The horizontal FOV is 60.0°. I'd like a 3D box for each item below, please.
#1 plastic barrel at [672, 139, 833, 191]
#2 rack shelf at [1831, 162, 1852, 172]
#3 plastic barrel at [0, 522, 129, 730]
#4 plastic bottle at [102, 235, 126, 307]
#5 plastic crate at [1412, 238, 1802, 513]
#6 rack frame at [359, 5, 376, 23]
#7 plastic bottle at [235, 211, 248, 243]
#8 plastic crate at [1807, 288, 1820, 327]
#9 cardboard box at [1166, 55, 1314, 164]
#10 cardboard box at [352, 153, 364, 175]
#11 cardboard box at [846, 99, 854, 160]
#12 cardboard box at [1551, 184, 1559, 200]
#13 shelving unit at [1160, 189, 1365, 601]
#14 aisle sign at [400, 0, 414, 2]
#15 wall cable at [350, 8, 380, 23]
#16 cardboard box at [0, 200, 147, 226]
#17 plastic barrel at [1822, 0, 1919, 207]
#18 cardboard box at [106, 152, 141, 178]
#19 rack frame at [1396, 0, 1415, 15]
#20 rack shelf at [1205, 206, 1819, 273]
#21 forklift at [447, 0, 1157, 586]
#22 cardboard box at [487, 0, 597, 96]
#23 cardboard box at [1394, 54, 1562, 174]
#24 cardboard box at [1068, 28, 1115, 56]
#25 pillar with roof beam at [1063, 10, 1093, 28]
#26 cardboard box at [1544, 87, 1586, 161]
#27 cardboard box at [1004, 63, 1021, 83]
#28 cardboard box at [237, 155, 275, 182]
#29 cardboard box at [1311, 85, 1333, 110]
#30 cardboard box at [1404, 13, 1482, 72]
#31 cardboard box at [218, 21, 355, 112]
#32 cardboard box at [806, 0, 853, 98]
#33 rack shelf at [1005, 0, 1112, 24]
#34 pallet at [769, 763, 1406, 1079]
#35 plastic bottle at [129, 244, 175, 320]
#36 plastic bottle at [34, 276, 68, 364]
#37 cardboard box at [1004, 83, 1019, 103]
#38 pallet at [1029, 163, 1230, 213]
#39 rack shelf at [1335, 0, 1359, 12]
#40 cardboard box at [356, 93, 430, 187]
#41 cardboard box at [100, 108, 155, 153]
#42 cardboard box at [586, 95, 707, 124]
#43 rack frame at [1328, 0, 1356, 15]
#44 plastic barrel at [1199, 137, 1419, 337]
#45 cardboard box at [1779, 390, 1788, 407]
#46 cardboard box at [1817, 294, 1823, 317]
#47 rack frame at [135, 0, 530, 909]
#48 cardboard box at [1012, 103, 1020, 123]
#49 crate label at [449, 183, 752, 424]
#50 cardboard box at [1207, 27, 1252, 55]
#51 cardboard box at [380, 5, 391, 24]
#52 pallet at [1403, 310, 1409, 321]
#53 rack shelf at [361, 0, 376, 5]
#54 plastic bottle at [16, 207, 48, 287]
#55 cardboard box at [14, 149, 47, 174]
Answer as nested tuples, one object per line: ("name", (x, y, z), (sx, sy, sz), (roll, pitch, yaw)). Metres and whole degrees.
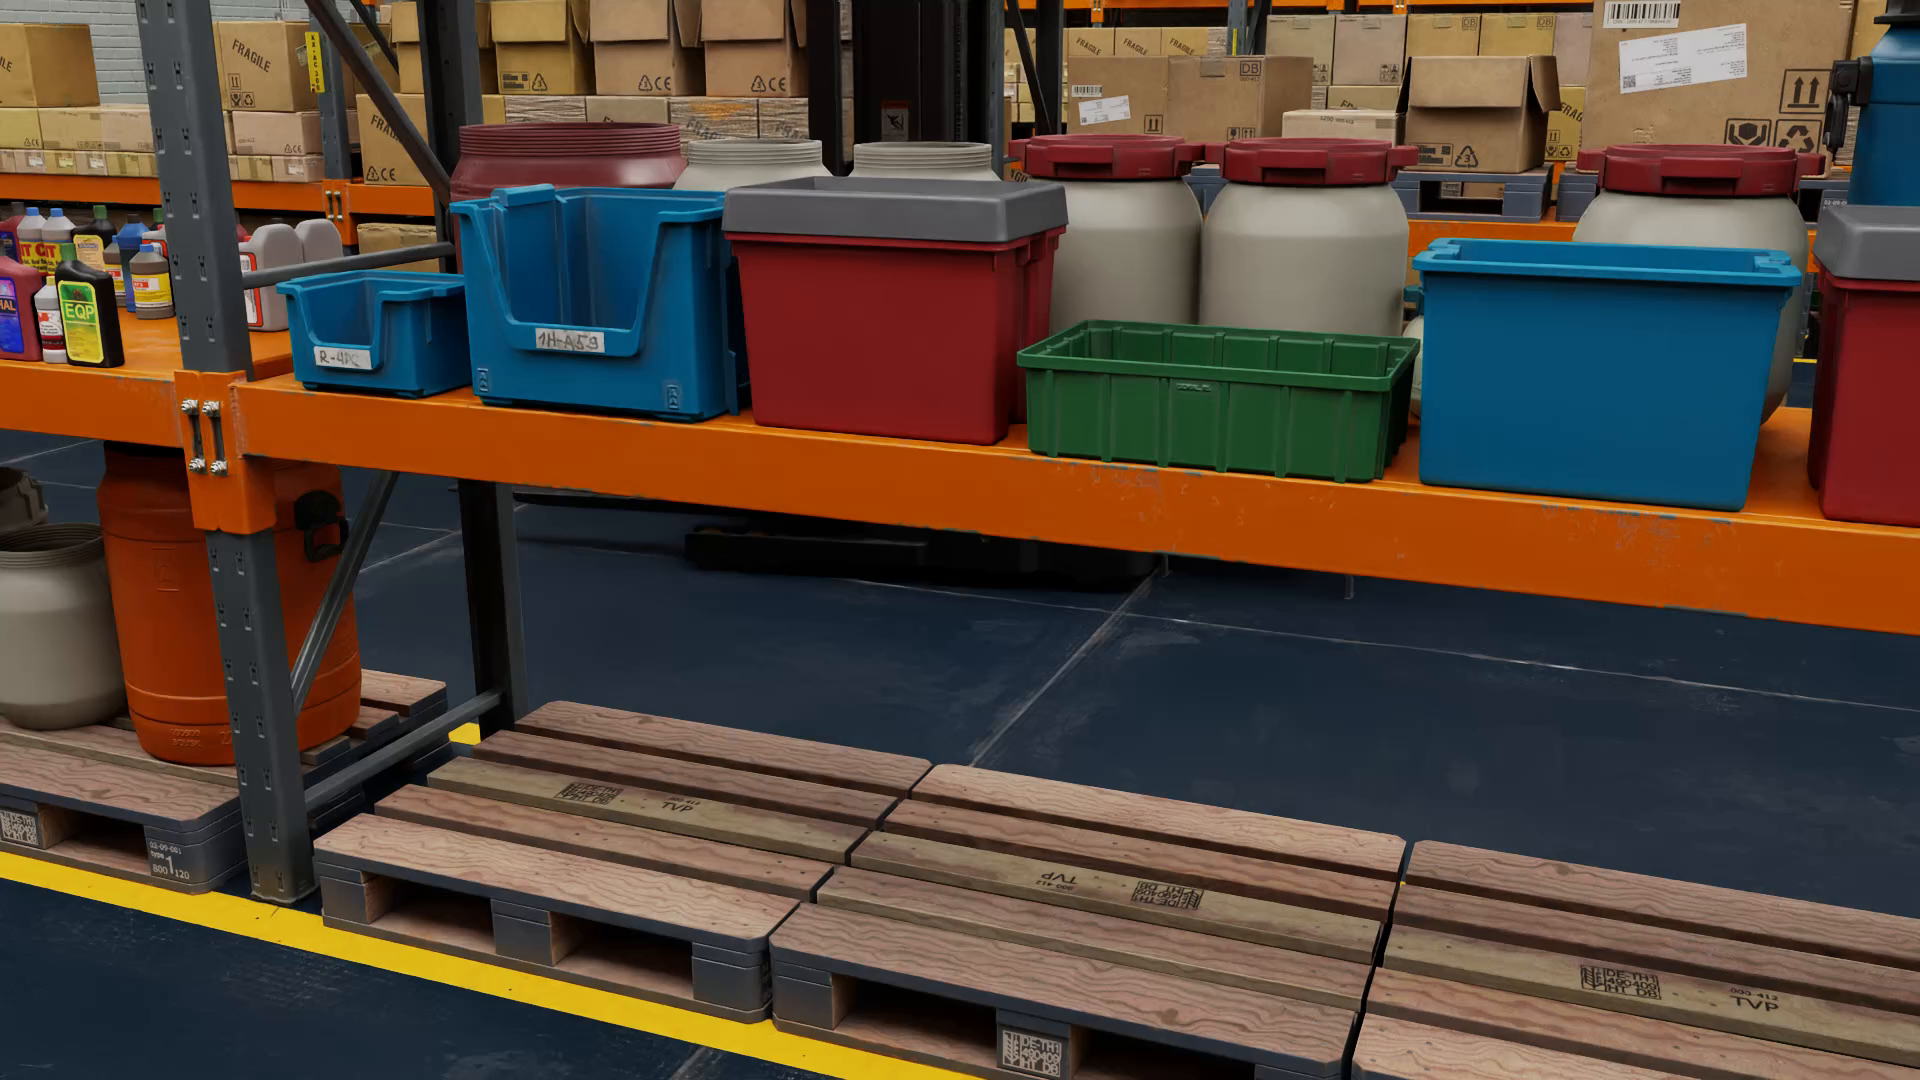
("plastic barrel", (-0.475, -0.679, 3.931), (0.421, 0.512, 0.421), (0, 16, 0))
("rack shelf", (7.802, -2.276, 10.925), (4.000, 0.370, 1.077), (6, 17, 21))
("plastic barrel", (-2.530, 0.238, 4.683), (0.421, 0.512, 0.421), (0, 16, 0))
("plastic bottle", (-2.447, -0.788, 4.863), (0.097, 0.201, 0.097), (0, 16, 0))
("plastic crate", (1.070, -0.290, 2.822), (0.575, 0.384, 0.392), (6, 17, 21))
("rack frame", (-5.222, -4.054, 15.758), (0.127, 3.000, 1.000), (6, 17, 21))
("plastic bottle", (-2.084, -0.793, 4.733), (0.133, 0.283, 0.061), (6, 17, 21))
("plastic crate", (6.584, -1.826, 13.023), (0.450, 0.188, 0.662), (-24, 27, -33))
("cardboard box", (1.380, -2.133, 8.209), (0.500, 0.500, 0.700), (9, 19, 29))
("cardboard box", (-3.568, -2.365, 10.389), (0.250, 0.149, 0.380), (6, 17, 21))
("cardboard box", (-0.243, -1.994, 8.482), (0.500, 0.500, 0.500), (7, 18, 22))
("cardboard box", (7.573, -4.678, 21.413), (0.625, 0.625, 0.875), (6, 17, 18))
("shelving unit", (1.226, -0.580, 6.480), (0.755, 1.500, 0.431), (7, 17, 22))
("aisle sign", (-5.179, -5.388, 15.689), (0.004, 0.787, 0.394), (6, 17, 21))
("wall cable", (-8.244, -6.776, 23.311), (0.122, 1.984, 0.588), (6, 17, 21))
("cardboard box", (-5.664, -1.821, 11.125), (0.875, 0.875, 0.875), (6, 17, 21))
("plastic barrel", (1.962, -0.625, 3.046), (0.708, 0.901, 0.600), (6, 17, 21))
("cardboard box", (-5.014, -2.326, 10.255), (0.250, 0.149, 0.380), (6, 17, 20))
("rack frame", (5.760, -5.818, 21.832), (0.127, 3.000, 1.000), (6, 17, 21))
("rack shelf", (2.167, -1.410, 7.939), (4.000, 0.370, 1.077), (6, 17, 21))
("forklift", (-0.651, -1.418, 6.801), (3.031, 2.935, 1.130), (3, 17, 11))
("cardboard box", (-2.183, -2.762, 9.329), (0.637, 0.503, 0.797), (6, 17, 21))
("cardboard box", (2.381, -1.955, 7.589), (0.637, 0.503, 0.797), (8, 18, 26))
("cardboard box", (1.475, -5.251, 17.908), (0.500, 0.500, 0.500), (6, 17, 19))
("pillar with roof beam", (0.143, -8.296, 19.610), (0.400, 9.000, 9.100), (6, 17, 21))
("cardboard box", (4.418, -2.962, 11.817), (0.500, 0.500, 0.500), (6, 17, 21))
("cardboard box", (0.394, -3.666, 13.053), (0.250, 0.149, 0.380), (7, 18, 23))
("cardboard box", (-4.058, -2.221, 9.893), (0.250, 0.149, 0.380), (7, 17, 22))
("cardboard box", (2.539, -3.168, 12.526), (0.500, 0.500, 0.500), (6, 17, 21))
("cardboard box", (3.583, -3.612, 12.263), (0.500, 0.500, 0.700), (6, 17, 20))
("cardboard box", (-3.940, -2.777, 9.751), (0.500, 0.500, 0.500), (7, 18, 22))
("cardboard box", (-0.368, -2.568, 8.662), (0.637, 0.503, 0.797), (7, 18, 23))
("rack shelf", (0.179, -7.526, 23.629), (4.000, 0.370, 1.077), (6, 17, 21))
("pallet", (0.327, 0.879, 3.768), (1.213, 0.211, 1.003), (6, 17, 21))
("plastic bottle", (-2.254, -0.721, 4.633), (0.097, 0.201, 0.097), (0, 16, 0))
("plastic bottle", (-2.144, -0.527, 3.965), (0.097, 0.201, 0.097), (0, 16, 0))
("cardboard box", (0.393, -3.523, 13.094), (0.250, 0.149, 0.380), (7, 18, 22))
("pallet", (1.009, -1.822, 8.414), (1.003, 0.211, 1.213), (6, 17, 21))
("rack shelf", (5.803, -5.420, 16.374), (4.000, 0.370, 1.077), (6, 17, 21))
("cardboard box", (-3.078, -2.305, 9.554), (0.500, 0.500, 0.500), (6, 17, 21))
("cardboard box", (-4.879, -2.521, 10.213), (0.500, 0.250, 0.500), (7, 17, 22))
("cardboard box", (-1.662, -2.151, 9.023), (0.500, 0.500, 0.500), (7, 17, 22))
("rack frame", (3.943, -4.530, 17.397), (0.127, 3.000, 1.000), (6, 17, 21))
("plastic barrel", (0.718, -0.561, 3.482), (0.433, 0.535, 0.433), (0, 16, 0))
("cardboard box", (3.464, -0.630, 7.657), (0.500, 0.500, 0.700), (5, 17, 16))
("cardboard box", (6.501, -1.925, 11.483), (0.875, 0.875, 0.875), (7, 17, 21))
("rack frame", (-1.511, -0.675, 4.119), (0.127, 3.000, 1.000), (6, 17, 21))
("cardboard box", (0.402, -3.381, 13.135), (0.250, 0.149, 0.380), (7, 18, 22))
("crate label", (-0.686, -0.520, 3.522), (0.616, 0.435, 0.502), (6, 17, 21))
("cardboard box", (2.885, -5.093, 17.365), (0.500, 0.500, 0.500), (7, 17, 22))
("cardboard box", (-4.901, -4.610, 15.168), (0.500, 0.500, 0.500), (6, 17, 20))
("pallet", (2.926, -1.796, 12.983), (1.213, 0.211, 1.003), (6, 17, 21))
("rack shelf", (-3.361, -4.944, 14.735), (4.000, 0.370, 1.077), (6, 17, 21))
("plastic bottle", (-2.752, -0.855, 4.969), (0.097, 0.271, 0.097), (0, 16, 0))
("cardboard box", (-5.729, -2.405, 10.527), (0.250, 0.149, 0.380), (6, 17, 20))
